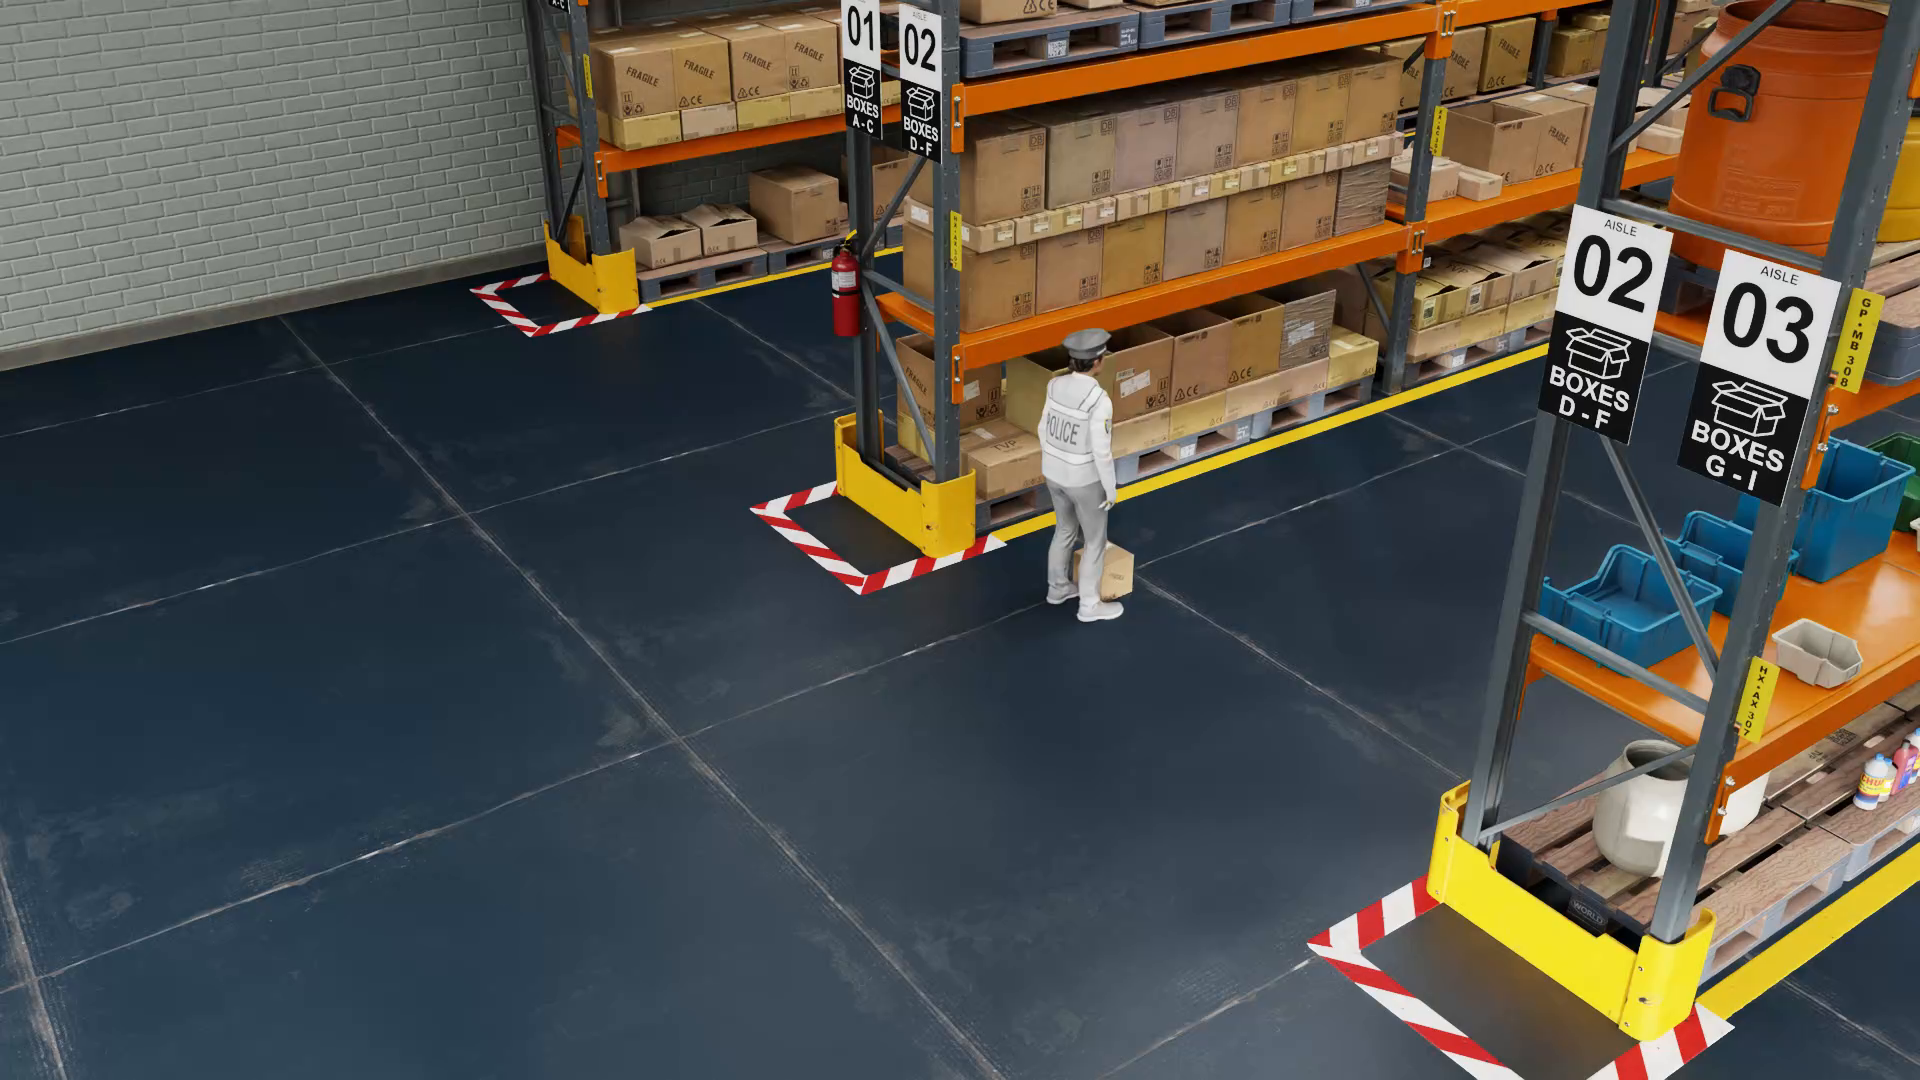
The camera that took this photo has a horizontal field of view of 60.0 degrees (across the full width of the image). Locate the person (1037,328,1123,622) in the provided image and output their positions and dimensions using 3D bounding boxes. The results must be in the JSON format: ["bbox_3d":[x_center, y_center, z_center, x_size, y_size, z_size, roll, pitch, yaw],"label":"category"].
[{"bbox_3d":[0.662,-0.352,9.263,0.373,1.662,0.539,-23,36,-35],"label":"person"}]
